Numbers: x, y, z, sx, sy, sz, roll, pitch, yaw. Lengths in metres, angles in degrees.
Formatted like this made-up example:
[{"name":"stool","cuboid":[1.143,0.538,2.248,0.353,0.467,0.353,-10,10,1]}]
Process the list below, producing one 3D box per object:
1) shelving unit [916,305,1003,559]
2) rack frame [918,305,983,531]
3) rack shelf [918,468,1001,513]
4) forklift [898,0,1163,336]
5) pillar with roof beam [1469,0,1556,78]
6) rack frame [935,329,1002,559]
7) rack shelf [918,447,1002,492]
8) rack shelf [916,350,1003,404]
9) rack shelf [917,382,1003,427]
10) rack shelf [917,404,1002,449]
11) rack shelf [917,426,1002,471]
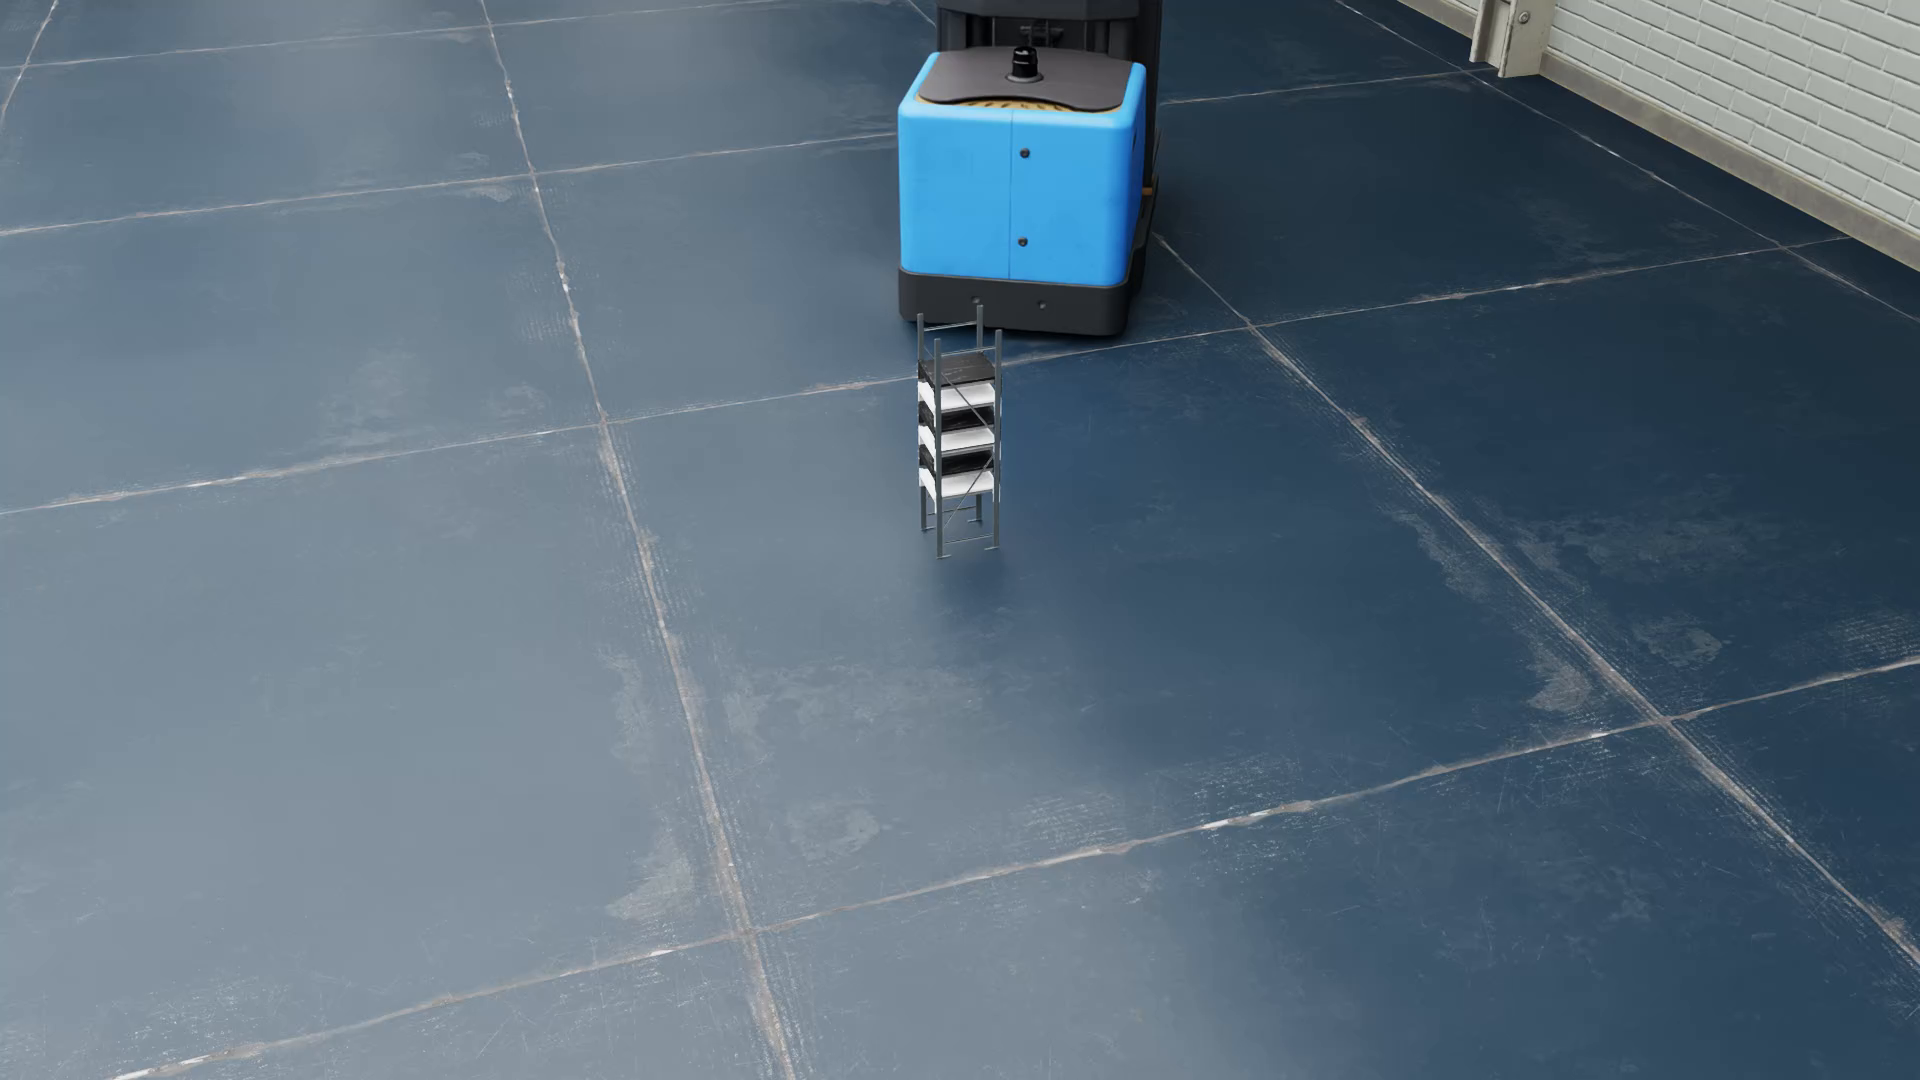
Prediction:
[{"name":"shelving unit","cuboid":[-0.002,-0.380,6.008,0.258,0.900,0.210,-10,35,-15]},{"name":"rack frame","cuboid":[-0.033,-0.433,6.089,0.240,0.900,0.006,-10,35,-15]},{"name":"rack shelf","cuboid":[-0.002,-0.202,6.126,0.258,0.077,0.200,-10,35,-15]},{"name":"forklift","cuboid":[0.472,-2.948,8.052,1.130,2.935,3.031,5,34,8]},{"name":"pillar with roof beam","cuboid":[-0.497,-6.157,7.406,9.100,9.000,0.400,-10,35,-15]},{"name":"rack frame","cuboid":[0.029,-0.326,5.928,0.240,0.900,0.006,-10,35,-15]},{"name":"rack shelf","cuboid":[-0.002,-0.277,6.076,0.258,0.077,0.200,-10,35,-15]},{"name":"rack shelf","cuboid":[-0.002,-0.577,5.878,0.258,0.077,0.200,-10,35,-15]},{"name":"rack shelf","cuboid":[-0.002,-0.502,5.928,0.258,0.077,0.200,-10,35,-15]},{"name":"rack shelf","cuboid":[-0.002,-0.427,5.977,0.258,0.077,0.200,-10,35,-15]},{"name":"rack shelf","cuboid":[-0.002,-0.352,6.027,0.258,0.077,0.200,-10,35,-15]}]
